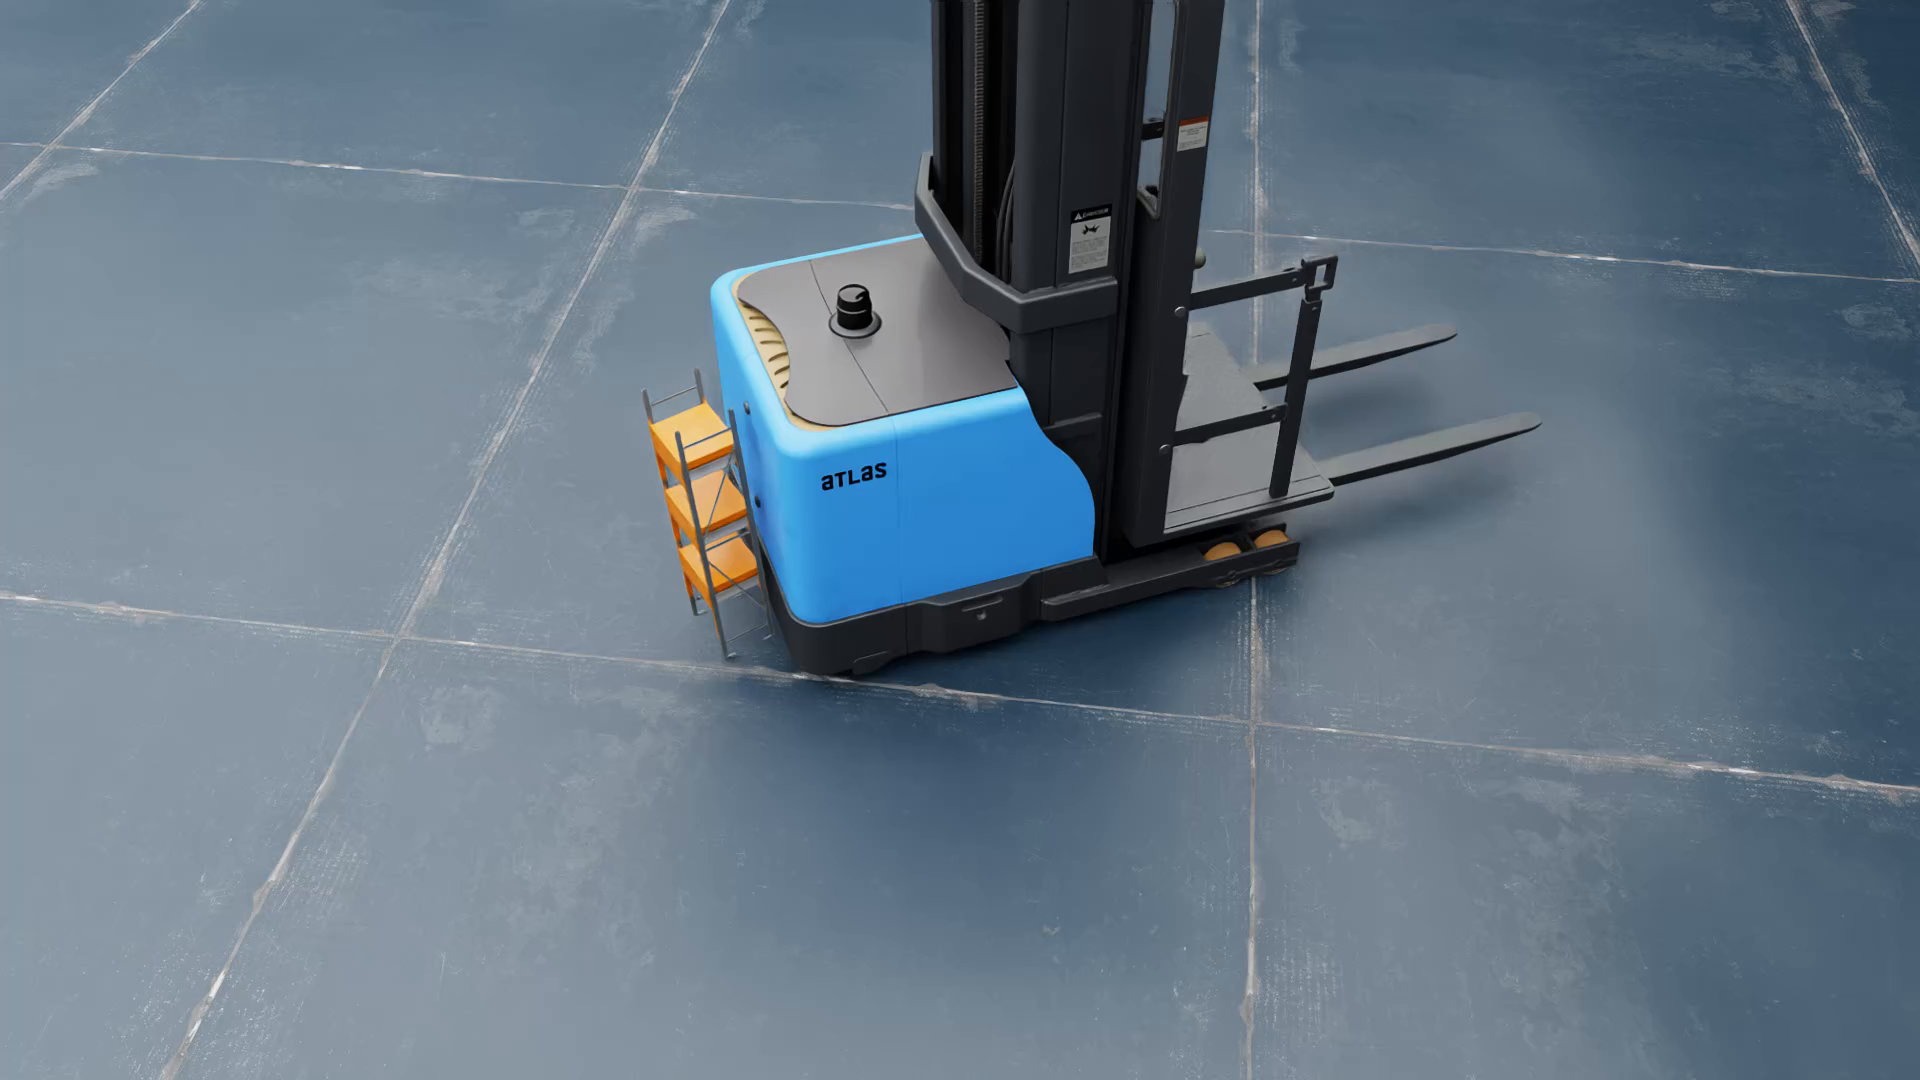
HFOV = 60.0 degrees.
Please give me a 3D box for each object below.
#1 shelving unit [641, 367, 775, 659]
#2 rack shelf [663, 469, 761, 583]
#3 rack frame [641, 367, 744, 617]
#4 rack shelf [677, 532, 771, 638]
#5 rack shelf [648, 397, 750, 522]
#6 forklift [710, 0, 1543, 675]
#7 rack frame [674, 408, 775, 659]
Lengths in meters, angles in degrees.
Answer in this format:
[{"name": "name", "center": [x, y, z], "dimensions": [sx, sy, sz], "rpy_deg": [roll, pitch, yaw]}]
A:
[{"name": "shelving unit", "center": [-0.828, -0.067, 5.549], "dimensions": [0.215, 1.050, 0.252], "rpy_deg": [-26, 49, -21]}, {"name": "rack shelf", "center": [-0.827, -0.059, 5.556], "dimensions": [0.215, 0.259, 0.240], "rpy_deg": [-26, 49, -21]}, {"name": "rack frame", "center": [-0.893, -0.138, 5.624], "dimensions": [0.200, 1.050, 0.008], "rpy_deg": [-26, 49, -21]}, {"name": "rack shelf", "center": [-0.815, 0.137, 5.753], "dimensions": [0.215, 0.259, 0.240], "rpy_deg": [-26, 49, -21]}, {"name": "rack shelf", "center": [-0.840, -0.260, 5.356], "dimensions": [0.215, 0.259, 0.240], "rpy_deg": [-26, 49, -21]}, {"name": "forklift", "center": [0.711, -1.221, 5.408], "dimensions": [3.031, 2.935, 1.130], "rpy_deg": [-14, 45, -14]}, {"name": "rack frame", "center": [-0.763, 0.004, 5.474], "dimensions": [0.200, 1.050, 0.008], "rpy_deg": [-26, 49, -21]}]
